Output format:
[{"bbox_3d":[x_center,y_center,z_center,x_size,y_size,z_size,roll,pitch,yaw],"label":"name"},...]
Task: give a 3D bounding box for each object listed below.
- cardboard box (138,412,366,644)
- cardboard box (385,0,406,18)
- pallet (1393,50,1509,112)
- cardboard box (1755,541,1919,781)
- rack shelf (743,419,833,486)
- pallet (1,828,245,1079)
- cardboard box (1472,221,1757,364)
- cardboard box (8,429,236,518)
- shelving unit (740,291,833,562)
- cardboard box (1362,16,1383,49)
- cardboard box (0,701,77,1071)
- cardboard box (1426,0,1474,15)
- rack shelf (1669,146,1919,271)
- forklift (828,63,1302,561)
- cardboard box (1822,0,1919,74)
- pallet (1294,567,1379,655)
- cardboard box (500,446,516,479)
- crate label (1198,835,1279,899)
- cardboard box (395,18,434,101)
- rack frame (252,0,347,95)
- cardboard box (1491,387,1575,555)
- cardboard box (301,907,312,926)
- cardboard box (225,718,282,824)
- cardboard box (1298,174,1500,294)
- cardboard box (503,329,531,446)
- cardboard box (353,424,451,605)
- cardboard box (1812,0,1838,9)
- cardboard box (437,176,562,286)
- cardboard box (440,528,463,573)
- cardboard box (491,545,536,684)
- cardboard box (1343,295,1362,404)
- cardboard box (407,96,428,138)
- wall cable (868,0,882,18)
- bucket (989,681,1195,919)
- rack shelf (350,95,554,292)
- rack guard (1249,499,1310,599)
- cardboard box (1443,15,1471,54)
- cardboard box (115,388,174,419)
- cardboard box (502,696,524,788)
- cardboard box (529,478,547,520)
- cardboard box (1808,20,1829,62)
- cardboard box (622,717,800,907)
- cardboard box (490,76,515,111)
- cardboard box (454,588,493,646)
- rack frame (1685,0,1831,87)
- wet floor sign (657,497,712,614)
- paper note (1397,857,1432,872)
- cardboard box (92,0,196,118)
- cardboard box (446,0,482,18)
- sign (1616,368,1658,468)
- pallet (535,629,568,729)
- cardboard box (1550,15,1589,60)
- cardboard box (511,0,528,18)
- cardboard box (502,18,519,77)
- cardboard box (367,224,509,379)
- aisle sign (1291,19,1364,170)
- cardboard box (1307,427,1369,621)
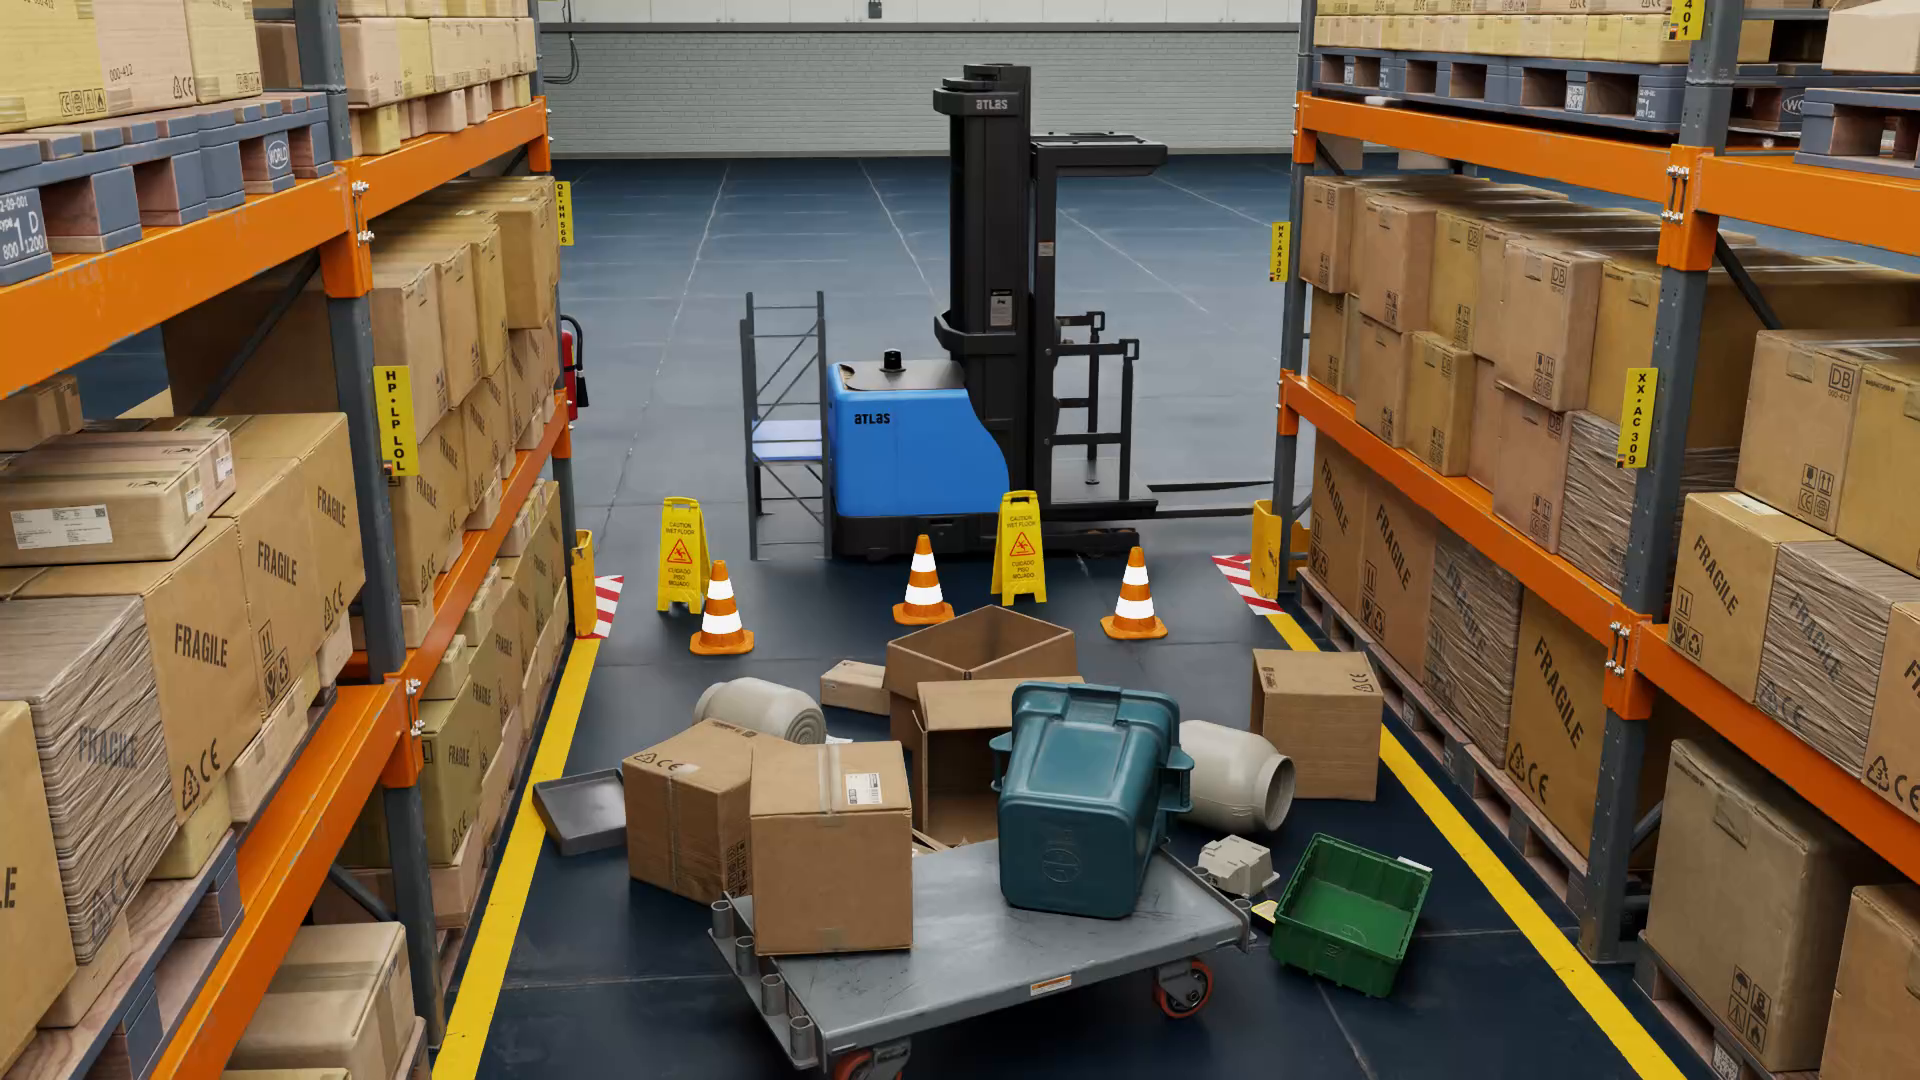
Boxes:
[{"bbox_3d":[-1.914,-0.033,4.411,0.500,0.500,0.500,-2,18,-7],"label":"cardboard box"},{"bbox_3d":[-1.972,-1.725,5.245,0.380,0.149,0.250,-2,18,-7],"label":"cardboard box"},{"bbox_3d":[2.527,-1.953,7.029,1.003,0.211,1.213,-2,18,-6],"label":"pallet"},{"bbox_3d":[2.563,0.311,4.513,0.500,0.500,0.500,-2,18,-5],"label":"cardboard box"},{"bbox_3d":[-1.090,-0.575,10.600,0.538,0.185,1.000,-2,18,-5],"label":"rack shelf"},{"bbox_3d":[-2.022,0.921,3.057,1.003,0.211,1.213,-2,18,-6],"label":"pallet"},{"bbox_3d":[2.628,-0.980,6.738,0.875,0.550,0.550,-2,18,-6],"label":"cardboard box"},{"bbox_3d":[-1.833,-0.138,3.661,0.380,0.149,0.250,-2,18,-7],"label":"cardboard box"},{"bbox_3d":[-1.091,-0.747,10.546,0.538,1.500,1.048,-2,18,-5],"label":"shelving unit"},{"bbox_3d":[2.106,-2.370,7.762,0.380,0.149,0.250,-2,18,-5],"label":"cardboard box"},{"bbox_3d":[-1.716,0.574,2.478,0.500,0.500,0.500,-1,17,-5],"label":"cardboard box"},{"bbox_3d":[2.263,-2.296,6.859,0.500,0.250,0.500,-2,18,-6],"label":"cardboard box"},{"bbox_3d":[2.930,-0.449,3.293,1.077,0.370,4.000,-2,18,-6],"label":"rack shelf"},{"bbox_3d":[0.688,-1.444,10.385,3.031,2.935,1.130,-2,18,-7],"label":"forklift"},{"bbox_3d":[2.537,-1.385,4.428,0.258,0.266,0.396,-2,18,-7],"label":"cardboard box"},{"bbox_3d":[2.471,0.418,8.995,1.003,0.211,1.213,-2,18,-6],"label":"pallet"},{"bbox_3d":[-2.149,-0.362,7.242,0.380,0.149,0.250,-2,18,-6],"label":"cardboard box"},{"bbox_3d":[1.061,1.259,6.438,0.250,0.136,0.298,16,24,42],"label":"crate label"},{"bbox_3d":[-2.025,-1.568,5.411,0.500,0.250,0.500,-2,18,-6],"label":"cardboard box"},{"bbox_3d":[-2.190,-2.636,4.051,1.000,3.000,0.127,-2,18,-6],"label":"rack frame"},{"bbox_3d":[2.594,-0.301,6.379,0.875,0.550,0.550,-2,18,-6],"label":"cardboard box"},{"bbox_3d":[-2.518,1.170,5.833,0.500,0.250,0.500,-1,17,-3],"label":"cardboard box"},{"bbox_3d":[-1.760,0.521,3.728,0.380,0.149,0.250,-2,18,-5],"label":"cardboard box"},{"bbox_3d":[2.311,-1.624,8.788,0.875,0.550,0.550,-2,18,-6],"label":"cardboard box"},{"bbox_3d":[-2.177,-0.704,7.247,0.500,0.500,0.500,-2,18,-6],"label":"cardboard box"},{"bbox_3d":[-1.958,-0.103,5.335,0.500,0.500,0.500,-2,18,-6],"label":"cardboard box"},{"bbox_3d":[2.952,-1.861,5.475,0.500,0.250,0.500,-2,18,-5],"label":"cardboard box"},{"bbox_3d":[-2.332,-1.487,8.073,0.700,0.500,0.500,-2,18,-7],"label":"cardboard box"},{"bbox_3d":[-2.029,0.016,6.039,0.380,0.149,0.250,-1,17,-4],"label":"cardboard box"},{"bbox_3d":[-2.158,0.325,7.273,0.500,0.500,0.500,-2,18,-7],"label":"cardboard box"},{"bbox_3d":[2.473,-0.948,8.438,0.875,0.550,0.550,-2,18,-6],"label":"cardboard box"},{"bbox_3d":[-2.088,-1.492,5.832,0.380,0.149,0.250,-2,18,-7],"label":"cardboard box"},{"bbox_3d":[-1.002,-15.206,38.411,2.305,6.003,0.169,-2,18,-6],"label":"wall cable"},{"bbox_3d":[0.416,0.910,5.697,0.726,0.611,0.620,4,28,13],"label":"bucket"},{"bbox_3d":[-2.396,-1.458,6.506,1.077,0.370,4.000,-2,18,-6],"label":"rack shelf"},{"bbox_3d":[2.308,0.037,9.726,1.175,0.500,0.348,-2,18,-6],"label":"rack guard"},{"bbox_3d":[2.210,-2.070,6.805,0.380,0.149,0.250,-2,18,-6],"label":"cardboard box"},{"bbox_3d":[-2.543,-0.241,5.775,0.500,0.500,0.500,-1,17,-4],"label":"cardboard box"},{"bbox_3d":[-2.106,0.837,6.893,0.500,0.250,0.500,-2,18,-6],"label":"cardboard box"},{"bbox_3d":[-2.156,-0.184,7.808,0.380,0.149,0.250,-1,17,-4],"label":"cardboard box"},{"bbox_3d":[3.024,-1.635,5.422,0.380,0.149,0.250,-2,18,-7],"label":"cardboard box"},{"bbox_3d":[-0.947,1.056,6.474,0.500,0.500,0.500,11,21,32],"label":"cardboard box"},{"bbox_3d":[-2.235,-2.026,7.534,0.380,0.149,0.250,-1,17,-4],"label":"cardboard box"},{"bbox_3d":[-1.990,0.294,6.287,0.380,0.149,0.250,-1,17,-4],"label":"cardboard box"},{"bbox_3d":[2.724,-2.819,4.634,1.000,3.000,0.127,-2,18,-6],"label":"rack frame"},{"bbox_3d":[-1.558,0.068,9.384,0.267,0.644,0.232,4,18,13],"label":"wet floor sign"},{"bbox_3d":[1.753,1.287,6.526,0.142,0.020,0.147,16,24,42],"label":"paper note"},{"bbox_3d":[-1.938,-1.013,3.439,0.500,0.250,0.500,-2,17,-5],"label":"cardboard box"},{"bbox_3d":[-2.082,-2.110,6.470,0.380,0.149,0.250,-1,17,-4],"label":"cardboard box"},{"bbox_3d":[2.172,-0.390,5.335,0.100,0.325,0.005,-2,18,-6],"label":"sign"},{"bbox_3d":[-2.546,0.630,8.316,1.003,0.211,1.213,-2,18,-6],"label":"pallet"},{"bbox_3d":[2.314,-1.767,5.841,0.380,0.149,0.250,-2,17,-5],"label":"cardboard box"},{"bbox_3d":[-2.274,-2.566,7.922,0.380,0.149,0.250,-2,18,-5],"label":"cardboard box"},{"bbox_3d":[-2.244,-2.173,7.336,0.500,0.250,0.500,-2,18,-6],"label":"cardboard box"},{"bbox_3d":[-2.075,-0.882,6.145,0.700,0.500,0.500,-2,18,-7],"label":"cardboard box"},{"bbox_3d":[2.005,-2.401,8.977,0.394,0.787,0.004,-2,18,-6],"label":"aisle sign"},{"bbox_3d":[2.447,-0.135,8.947,0.875,0.875,0.875,-2,18,-5],"label":"cardboard box"}]
